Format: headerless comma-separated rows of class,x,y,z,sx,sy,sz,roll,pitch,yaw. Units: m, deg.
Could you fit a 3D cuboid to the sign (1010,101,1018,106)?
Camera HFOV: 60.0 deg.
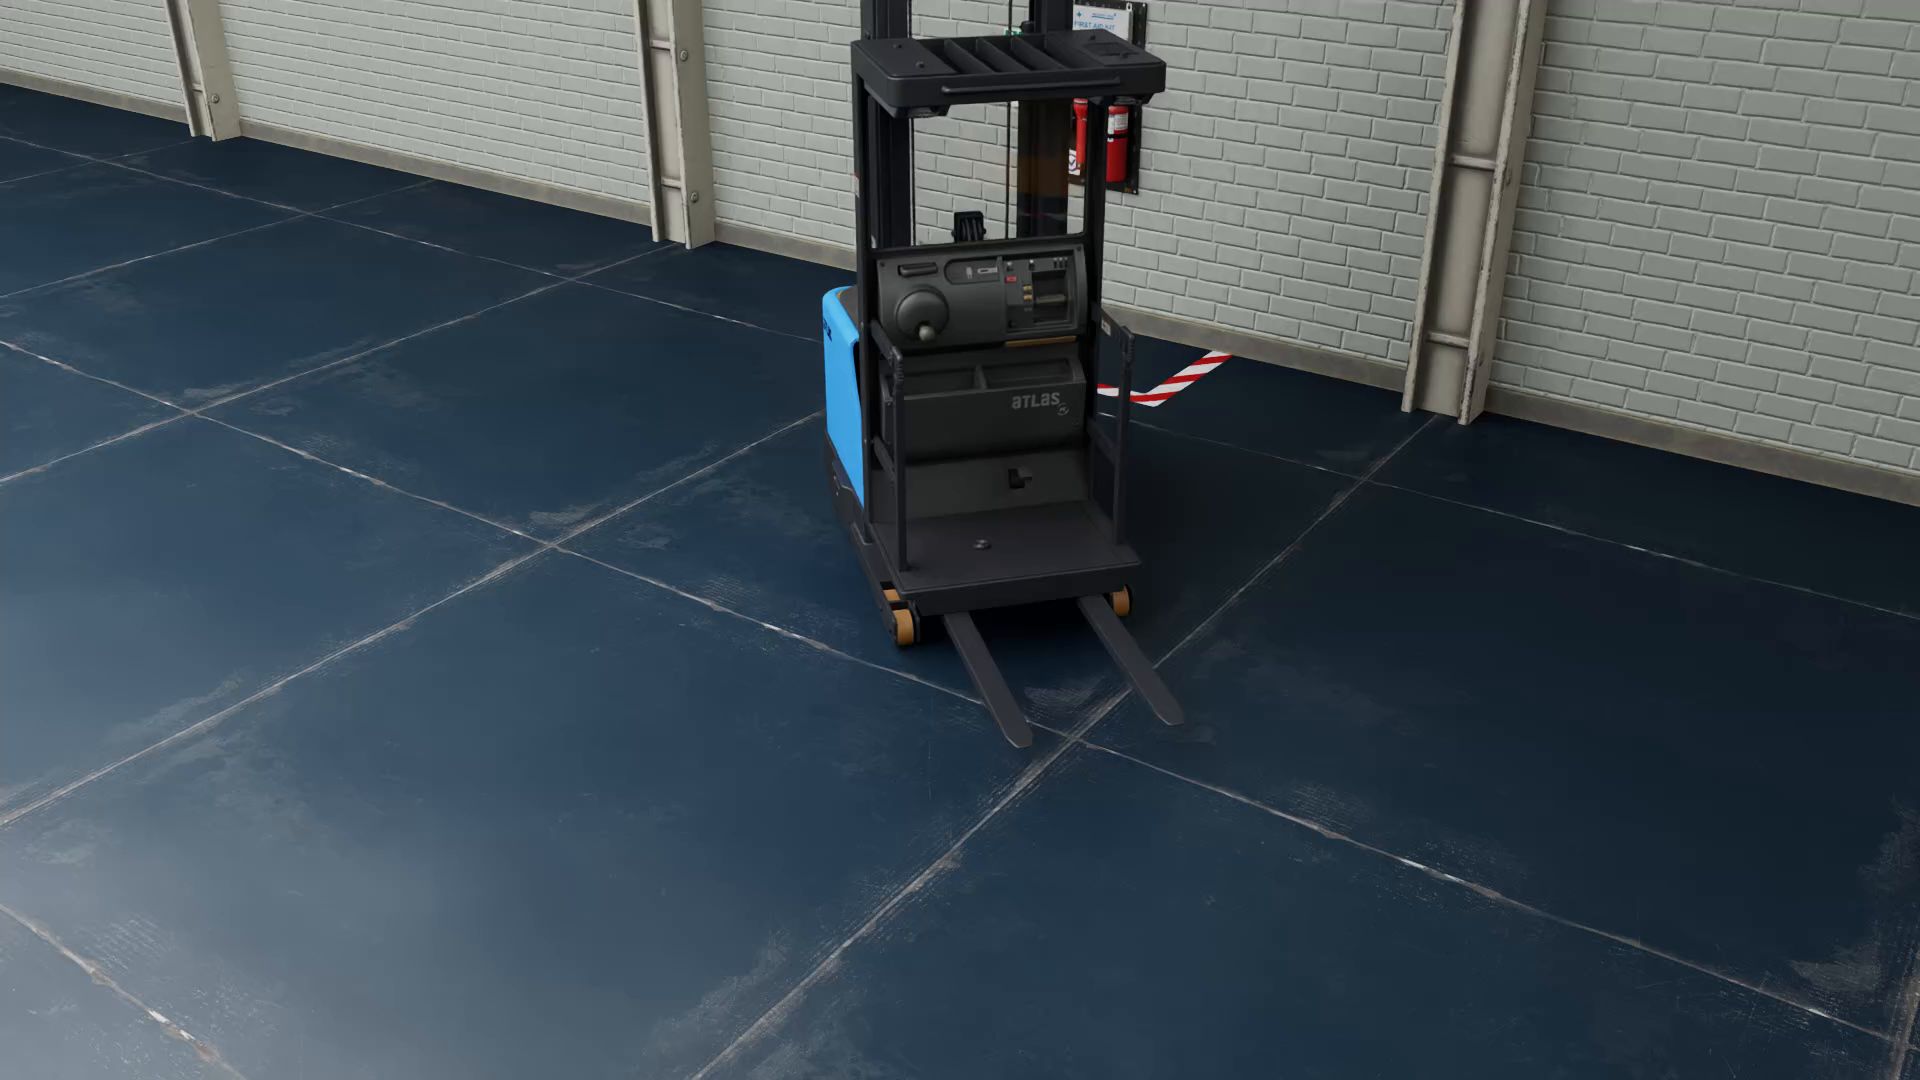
sign,0.421,-2.948,10.697,0.234,0.329,0.001,17,32,30

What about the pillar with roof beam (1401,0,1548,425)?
pillar with roof beam,0.396,-3.167,4.552,0.400,9.000,9.100,17,32,30

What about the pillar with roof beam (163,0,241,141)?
pillar with roof beam,-9.495,-6.249,10.607,0.400,9.000,9.100,17,32,30

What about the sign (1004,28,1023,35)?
sign,0.420,-3.180,10.568,0.331,0.109,0.001,17,32,30

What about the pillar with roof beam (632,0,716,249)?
pillar with roof beam,-4.549,-4.708,7.579,0.400,9.000,9.100,17,32,30

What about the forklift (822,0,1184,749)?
forklift,0.157,-1.031,7.045,1.130,2.935,3.031,-7,28,-13

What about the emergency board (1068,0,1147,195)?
emergency board,0.818,-2.752,10.350,0.643,1.169,0.194,17,32,30

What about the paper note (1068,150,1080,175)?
paper note,0.711,-2.430,10.690,0.142,0.148,0.016,17,32,30
